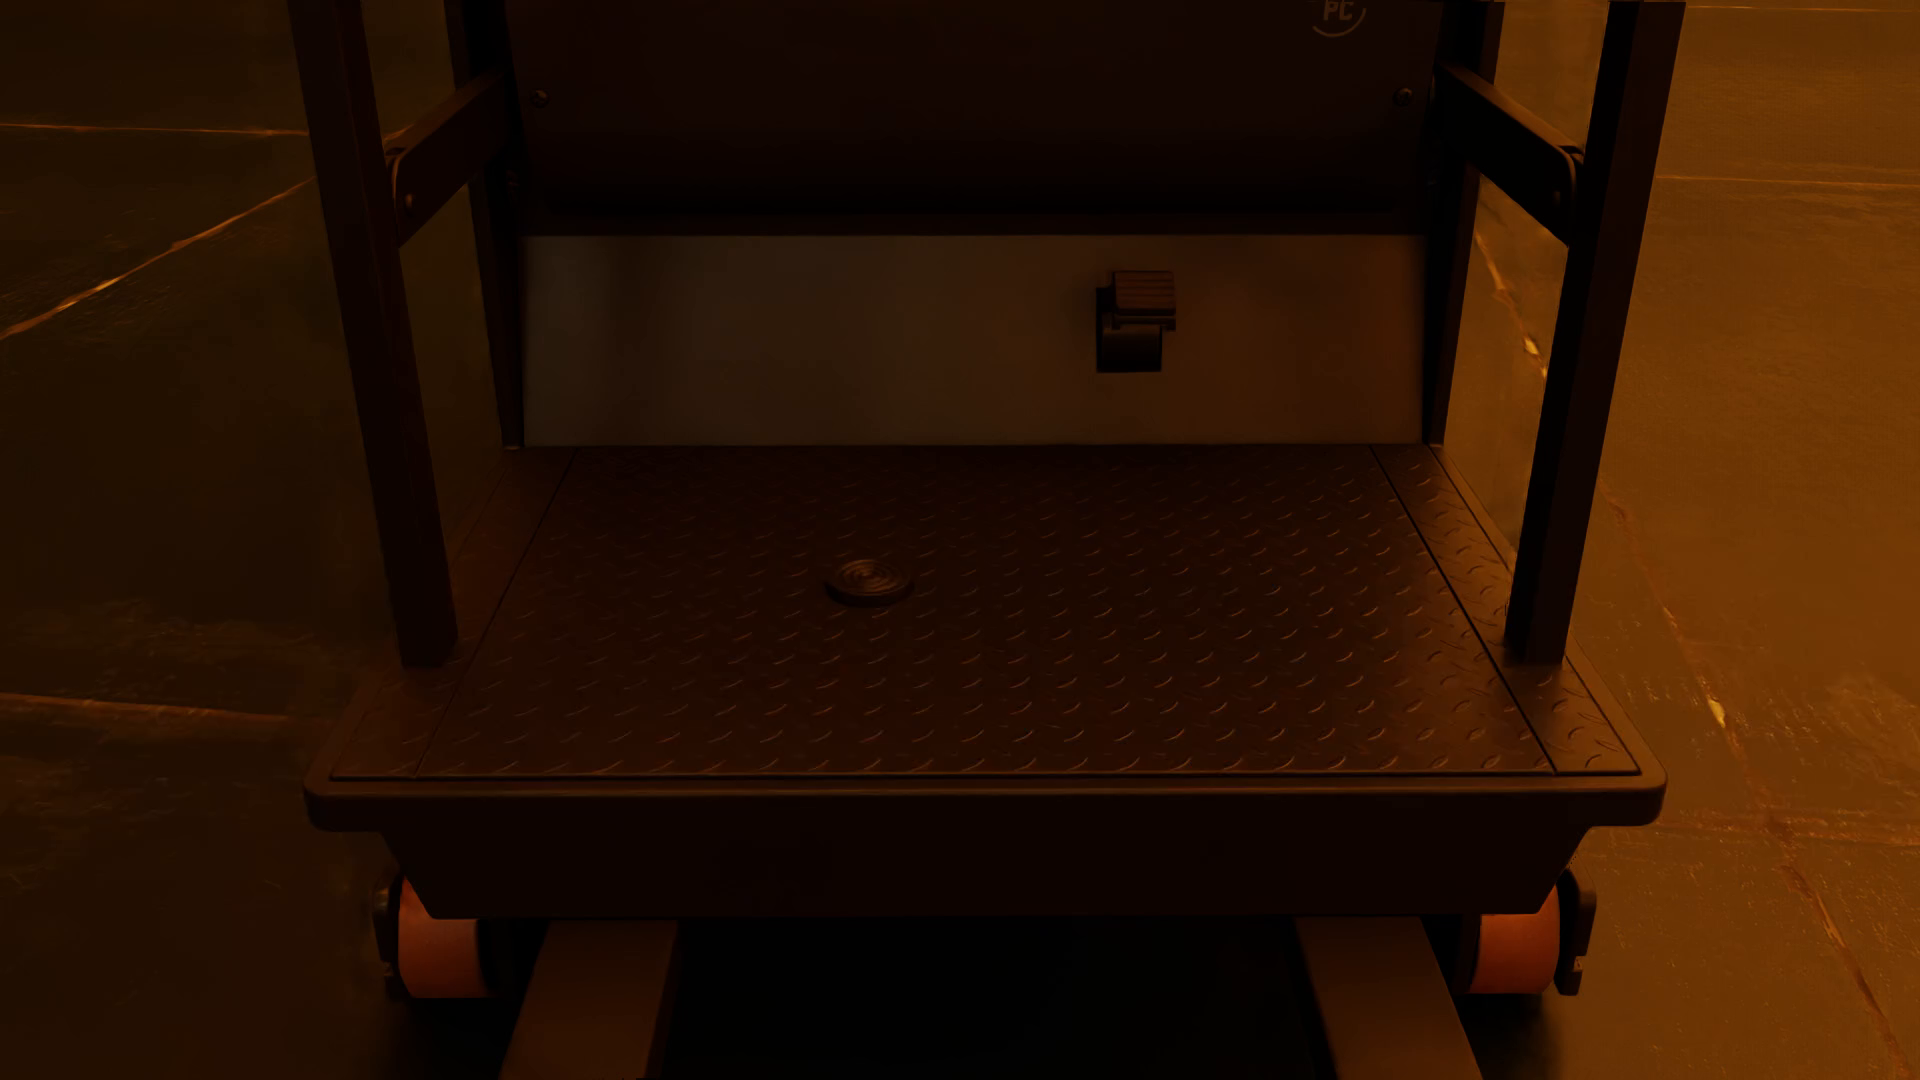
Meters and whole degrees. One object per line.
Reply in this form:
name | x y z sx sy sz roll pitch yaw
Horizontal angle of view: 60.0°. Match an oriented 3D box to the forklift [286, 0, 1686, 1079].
forklift | 0.018 -1.007 1.236 1.130 2.935 3.031 0 27 0
